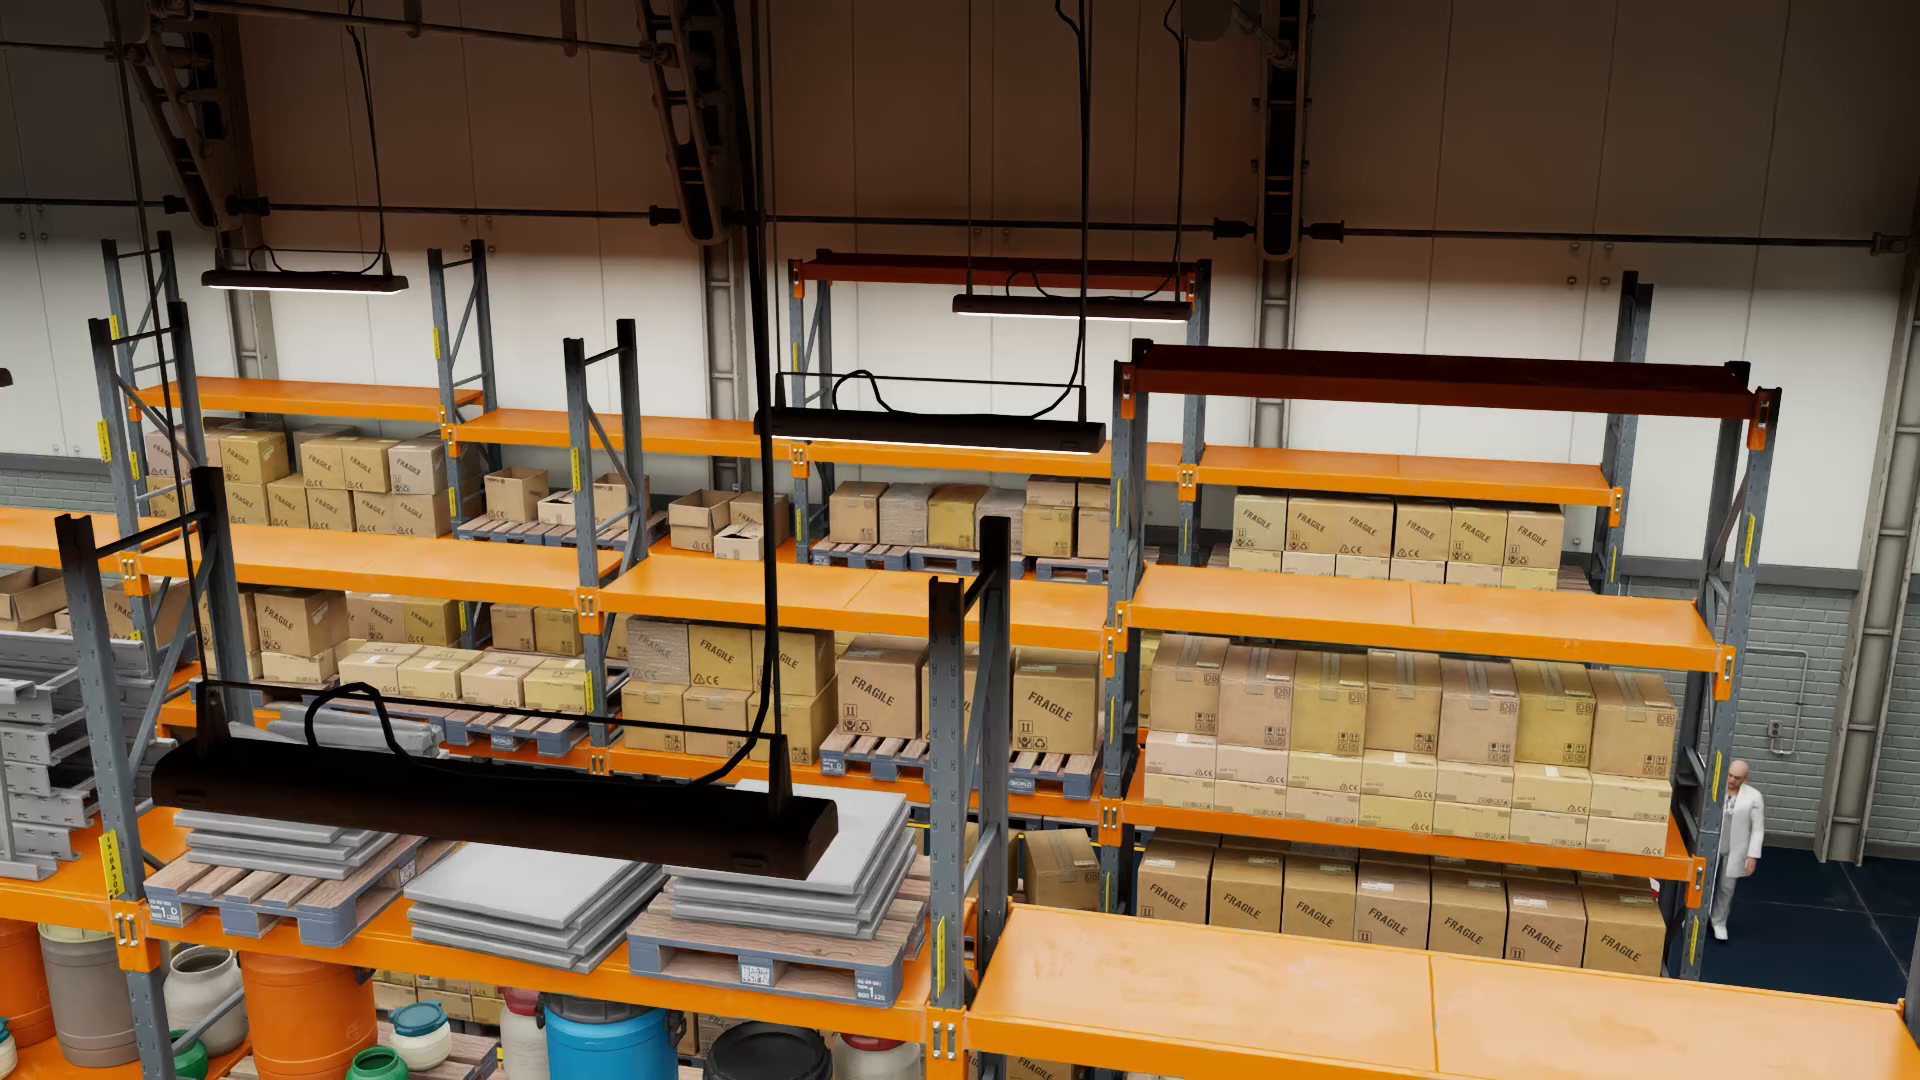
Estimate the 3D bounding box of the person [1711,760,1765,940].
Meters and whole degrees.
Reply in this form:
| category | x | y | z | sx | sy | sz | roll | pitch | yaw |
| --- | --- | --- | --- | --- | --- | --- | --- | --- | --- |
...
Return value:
| category | x | y | z | sx | sy | sz | roll | pitch | yaw |
| --- | --- | --- | --- | --- | --- | --- | --- | --- | --- |
| person | 7.073 | 2.870 | 15.407 | 0.651 | 1.807 | 0.459 | 10 | 19 | 30 |
